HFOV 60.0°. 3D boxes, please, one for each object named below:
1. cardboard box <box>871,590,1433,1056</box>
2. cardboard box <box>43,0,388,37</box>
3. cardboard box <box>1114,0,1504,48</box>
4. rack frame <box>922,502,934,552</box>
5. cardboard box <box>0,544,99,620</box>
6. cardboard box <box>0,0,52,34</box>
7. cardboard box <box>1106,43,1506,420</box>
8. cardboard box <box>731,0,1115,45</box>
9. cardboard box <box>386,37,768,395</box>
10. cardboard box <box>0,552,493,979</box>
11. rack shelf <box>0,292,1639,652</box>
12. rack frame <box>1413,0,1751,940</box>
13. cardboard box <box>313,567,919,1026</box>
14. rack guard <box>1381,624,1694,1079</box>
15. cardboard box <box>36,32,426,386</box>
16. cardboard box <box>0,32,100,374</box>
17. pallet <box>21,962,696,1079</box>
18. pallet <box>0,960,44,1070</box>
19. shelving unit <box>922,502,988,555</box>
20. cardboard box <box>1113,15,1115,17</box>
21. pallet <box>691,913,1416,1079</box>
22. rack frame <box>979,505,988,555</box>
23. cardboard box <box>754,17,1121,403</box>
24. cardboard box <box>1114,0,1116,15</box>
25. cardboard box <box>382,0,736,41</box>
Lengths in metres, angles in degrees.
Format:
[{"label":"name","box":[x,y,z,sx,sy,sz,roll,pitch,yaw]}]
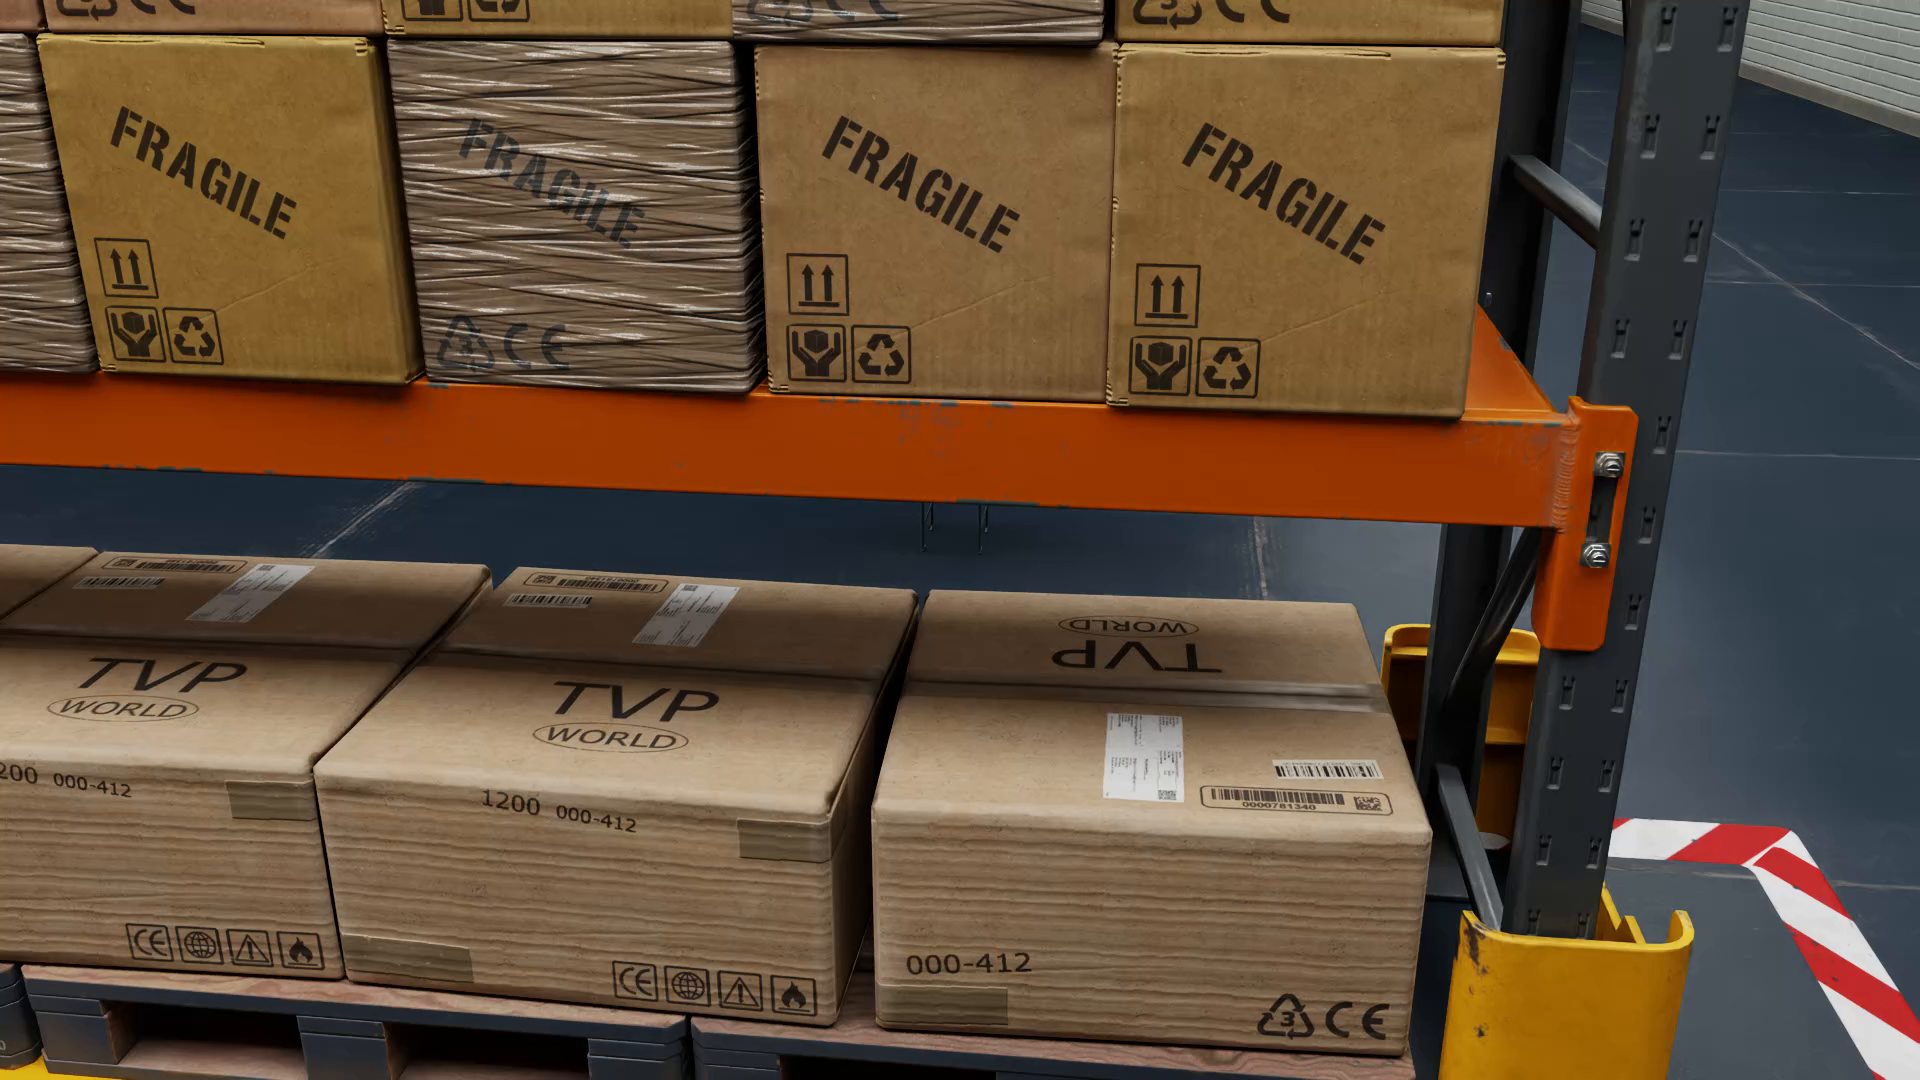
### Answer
[{"label":"cardboard box","box":[0.331,0.474,3.074,0.875,0.438,0.875,2,22,4]},{"label":"cardboard box","box":[-1.021,-1.032,2.475,0.500,0.500,0.500,2,22,6]},{"label":"cardboard box","box":[0.491,-0.975,2.331,0.500,0.500,0.500,3,22,8]},{"label":"rack frame","box":[-0.105,-0.563,5.231,0.006,1.200,0.240,2,22,6]},{"label":"cardboard box","box":[-2.364,0.360,3.364,0.875,0.438,0.875,2,22,6]},{"label":"cardboard box","box":[-1.522,-1.055,2.532,0.500,0.500,0.500,3,22,7]},{"label":"cardboard box","box":[0.488,-0.501,2.490,0.500,0.500,0.500,3,22,7]},{"label":"cardboard box","box":[-0.031,-0.987,2.361,0.500,0.500,0.500,3,22,6]},{"label":"cardboard box","box":[-0.521,-0.546,2.606,0.500,0.500,0.500,3,22,8]},{"label":"cardboard box","box":[-1.474,0.398,3.267,0.875,0.438,0.875,2,22,5]},{"label":"rack shelf","box":[-0.988,-0.282,3.051,4.000,0.370,1.077,2,22,6]},{"label":"rack frame","box":[0.998,-0.530,2.700,0.127,3.000,1.000,2,22,6]},{"label":"cardboard box","box":[-0.579,0.438,3.166,0.875,0.438,0.875,3,22,8]},{"label":"rack guard","box":[1.022,0.634,3.157,0.348,0.500,1.175,2,22,6]},{"label":"cardboard box","box":[-1.035,-0.564,2.651,0.500,0.500,0.500,3,22,8]},{"label":"cardboard box","box":[-1.547,-0.586,2.707,0.500,0.500,0.500,3,22,7]},{"label":"pallet","box":[-1.014,0.707,3.364,1.213,0.211,1.003,2,22,6]},{"label":"pallet","box":[-2.229,0.655,3.495,1.213,0.211,1.003,2,22,6]},{"label":"shelving unit","box":[-0.014,-0.559,5.221,0.189,1.200,0.258,2,22,6]},{"label":"cardboard box","box":[0.049,-0.714,3.029,0.500,0.500,0.500,2,22,6]},{"label":"pallet","box":[0.195,0.761,3.228,1.213,0.211,1.003,2,22,6]},{"label":"rack frame","box":[0.076,-0.555,5.211,0.006,1.200,0.240,2,22,6]},{"label":"cardboard box","box":[-0.009,-0.528,2.559,0.500,0.500,0.500,2,22,5]},{"label":"cardboard box","box":[0.041,-1.186,2.864,0.500,0.500,0.500,2,22,5]},{"label":"cardboard box","box":[-0.522,-1.010,2.418,0.500,0.500,0.500,2,22,6]}]
